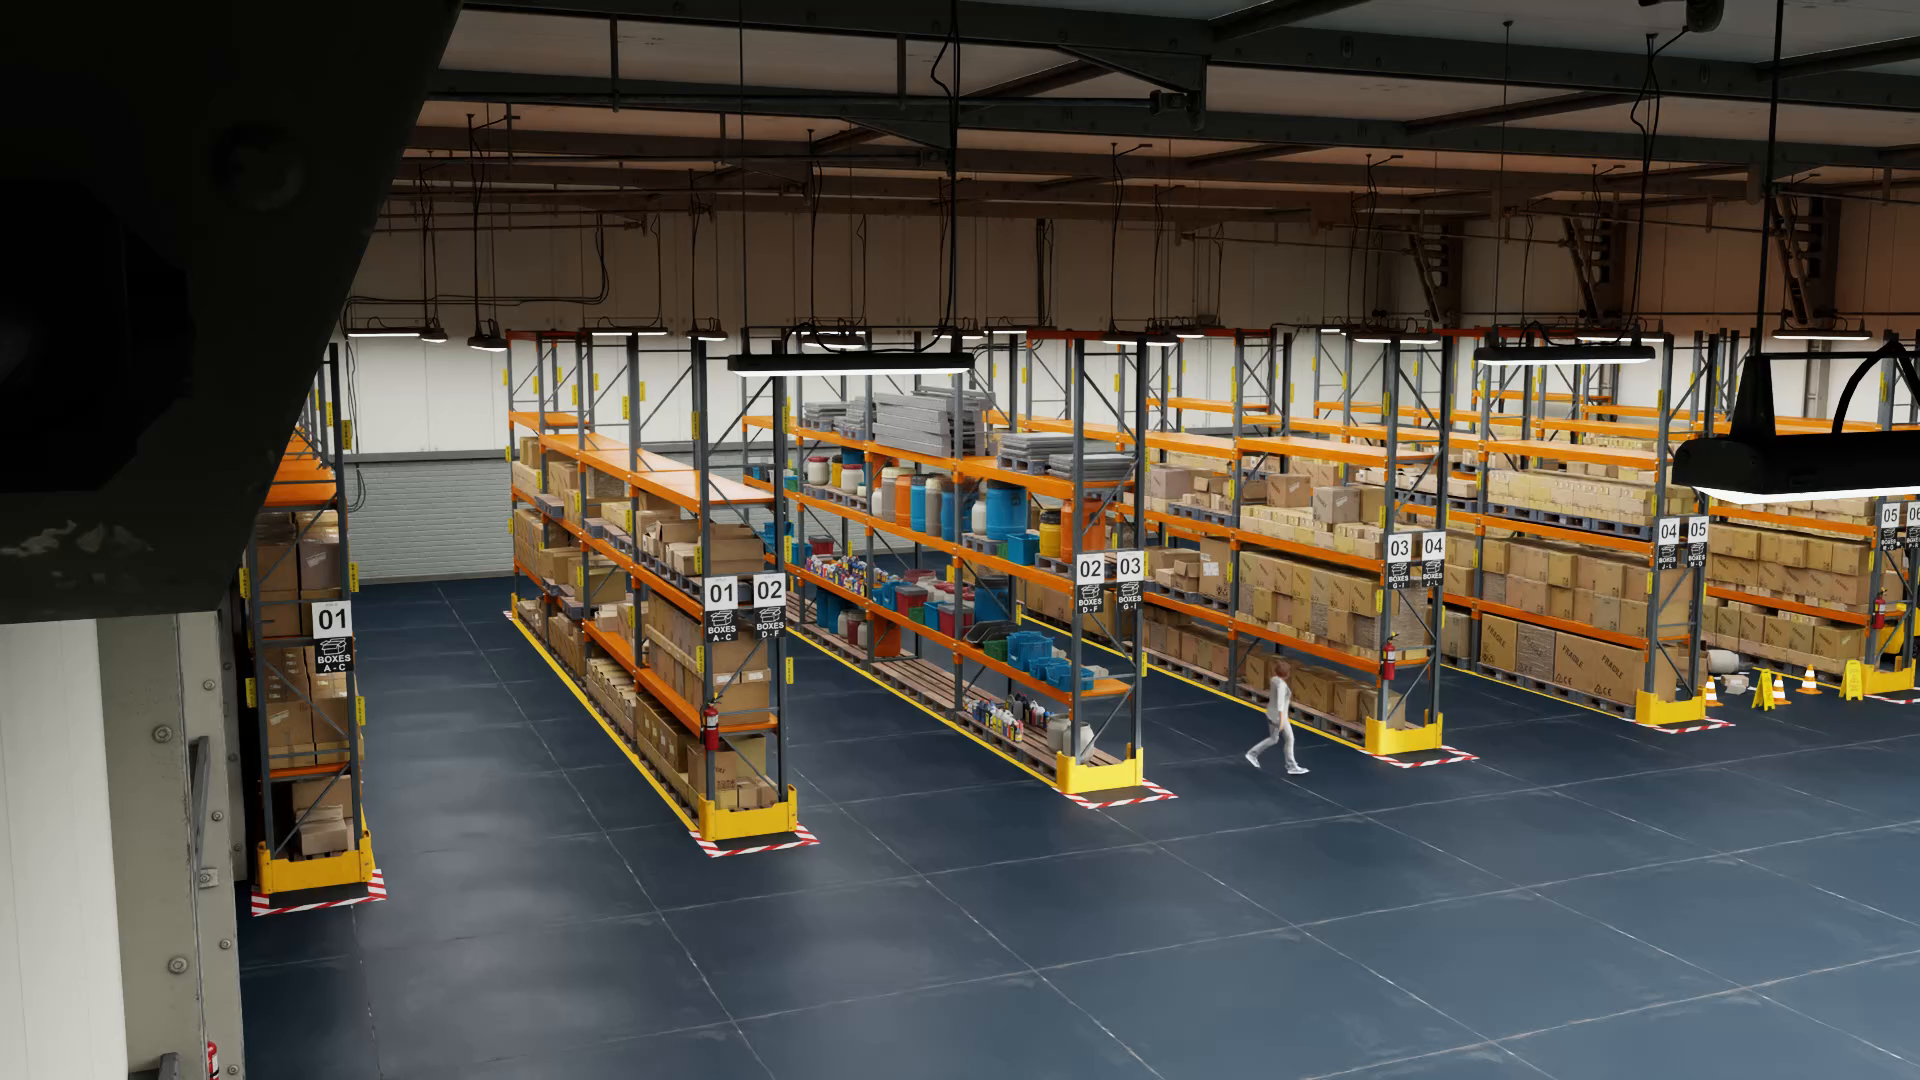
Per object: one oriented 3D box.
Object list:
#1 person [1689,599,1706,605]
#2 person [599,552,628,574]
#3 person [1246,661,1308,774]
[{"bbox_3d":[15.934,0.617,35.978,0.547,1.771,0.540,-7,10,-40],"label":"person"},{"bbox_3d":[-7.488,0.607,35.716,0.621,1.720,1.169,-7,10,-40],"label":"person"},{"bbox_3d":[4.364,2.438,22.947,0.830,1.559,0.453,-1,8,-7],"label":"person"}]
